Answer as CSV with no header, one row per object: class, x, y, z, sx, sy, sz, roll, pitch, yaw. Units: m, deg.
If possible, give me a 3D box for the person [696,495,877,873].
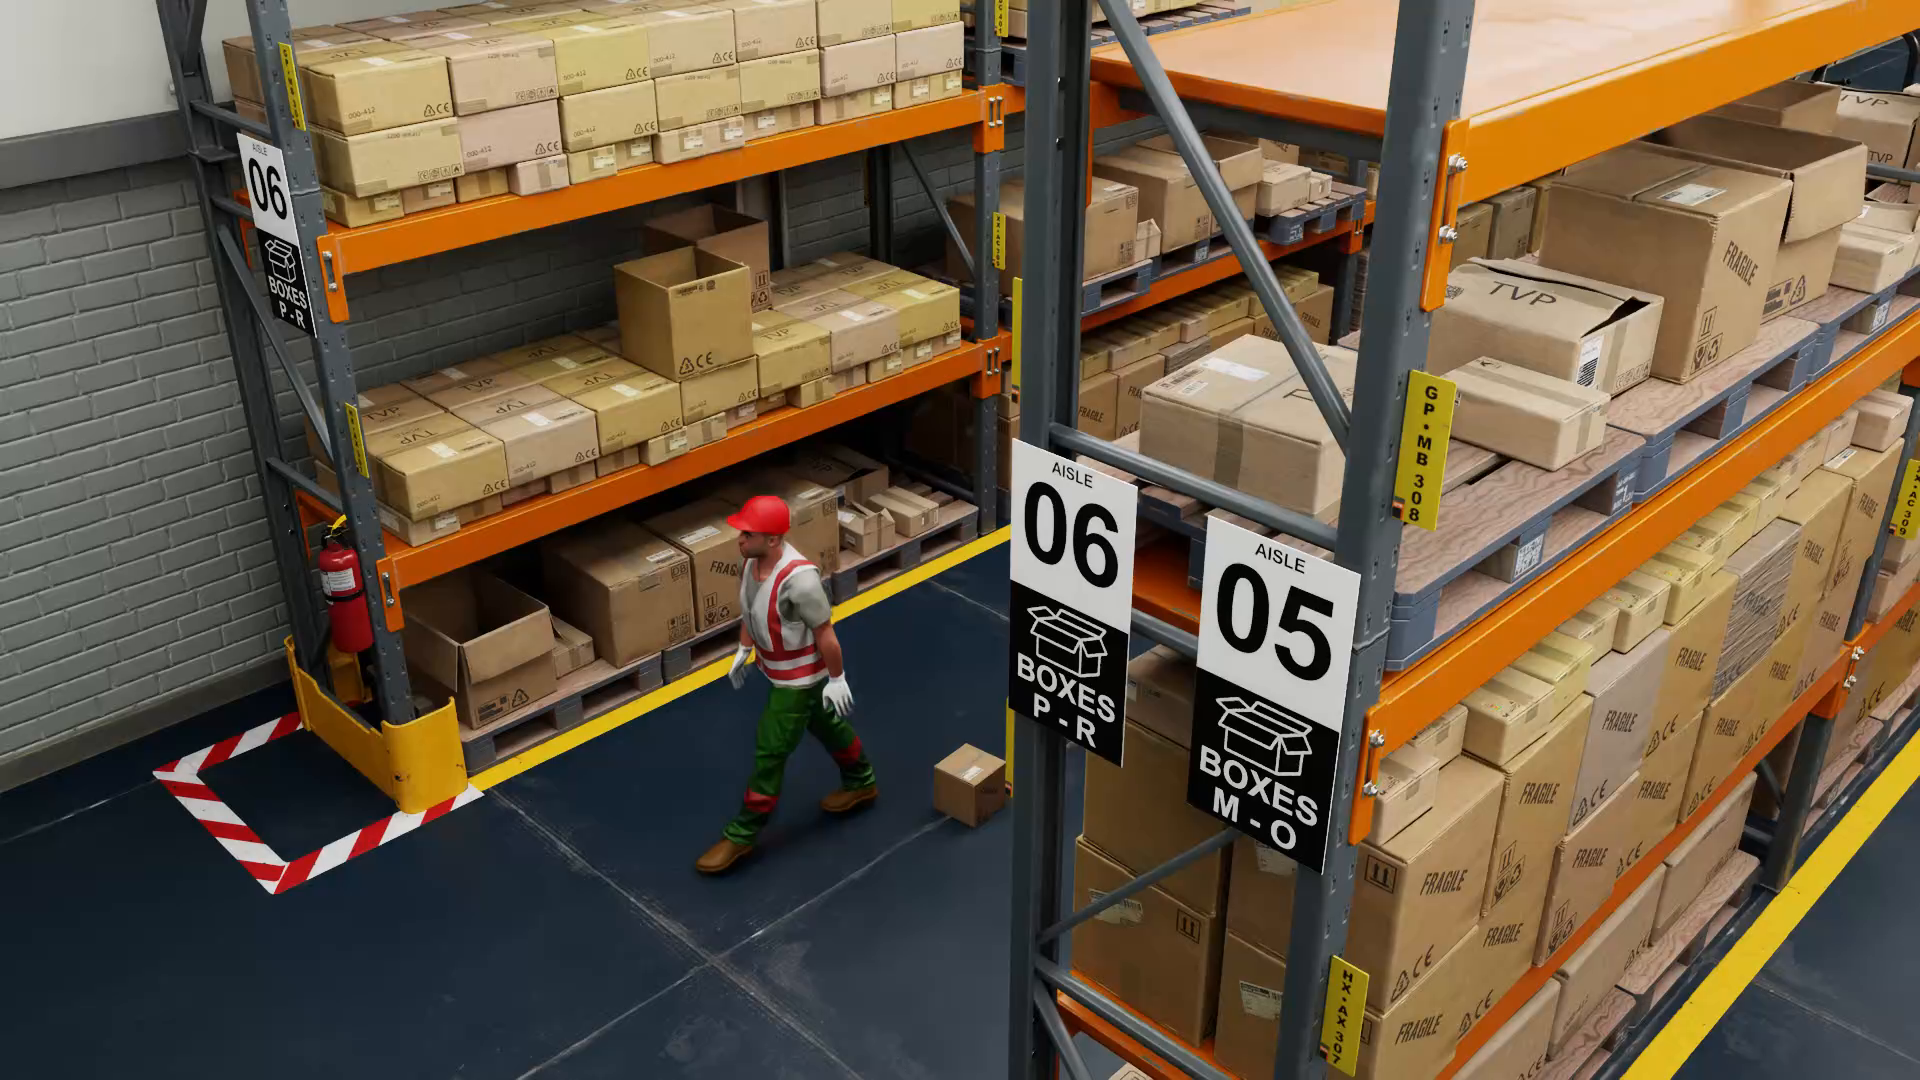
person,-0.831,0.580,7.455,0.981,1.724,0.571,-14,31,-25
